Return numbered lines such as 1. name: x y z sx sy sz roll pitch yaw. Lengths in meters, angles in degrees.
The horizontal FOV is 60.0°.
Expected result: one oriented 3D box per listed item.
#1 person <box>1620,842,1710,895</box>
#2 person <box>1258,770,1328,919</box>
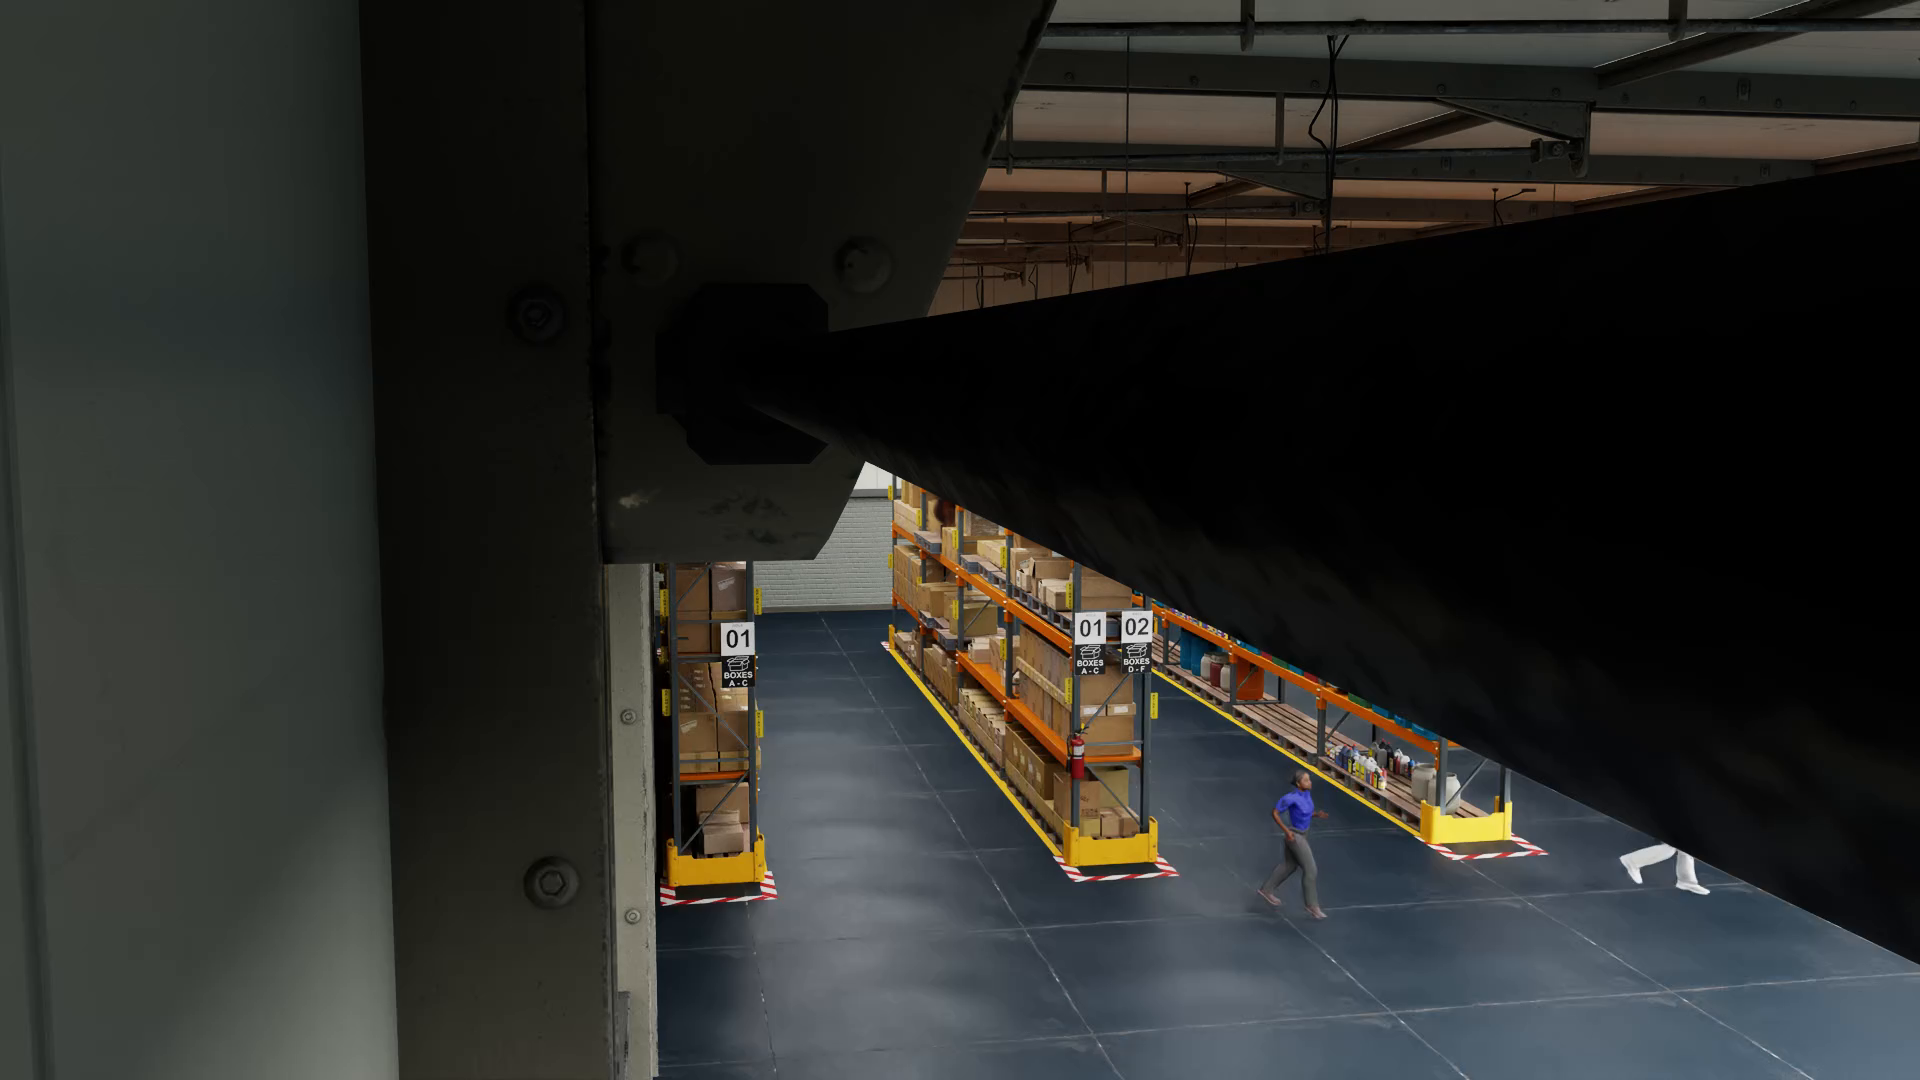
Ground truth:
1. person: 8.445 3.316 19.849 1.001 1.786 0.719 3 7 23
2. person: 3.848 3.458 19.063 0.811 1.704 0.556 3 7 24
